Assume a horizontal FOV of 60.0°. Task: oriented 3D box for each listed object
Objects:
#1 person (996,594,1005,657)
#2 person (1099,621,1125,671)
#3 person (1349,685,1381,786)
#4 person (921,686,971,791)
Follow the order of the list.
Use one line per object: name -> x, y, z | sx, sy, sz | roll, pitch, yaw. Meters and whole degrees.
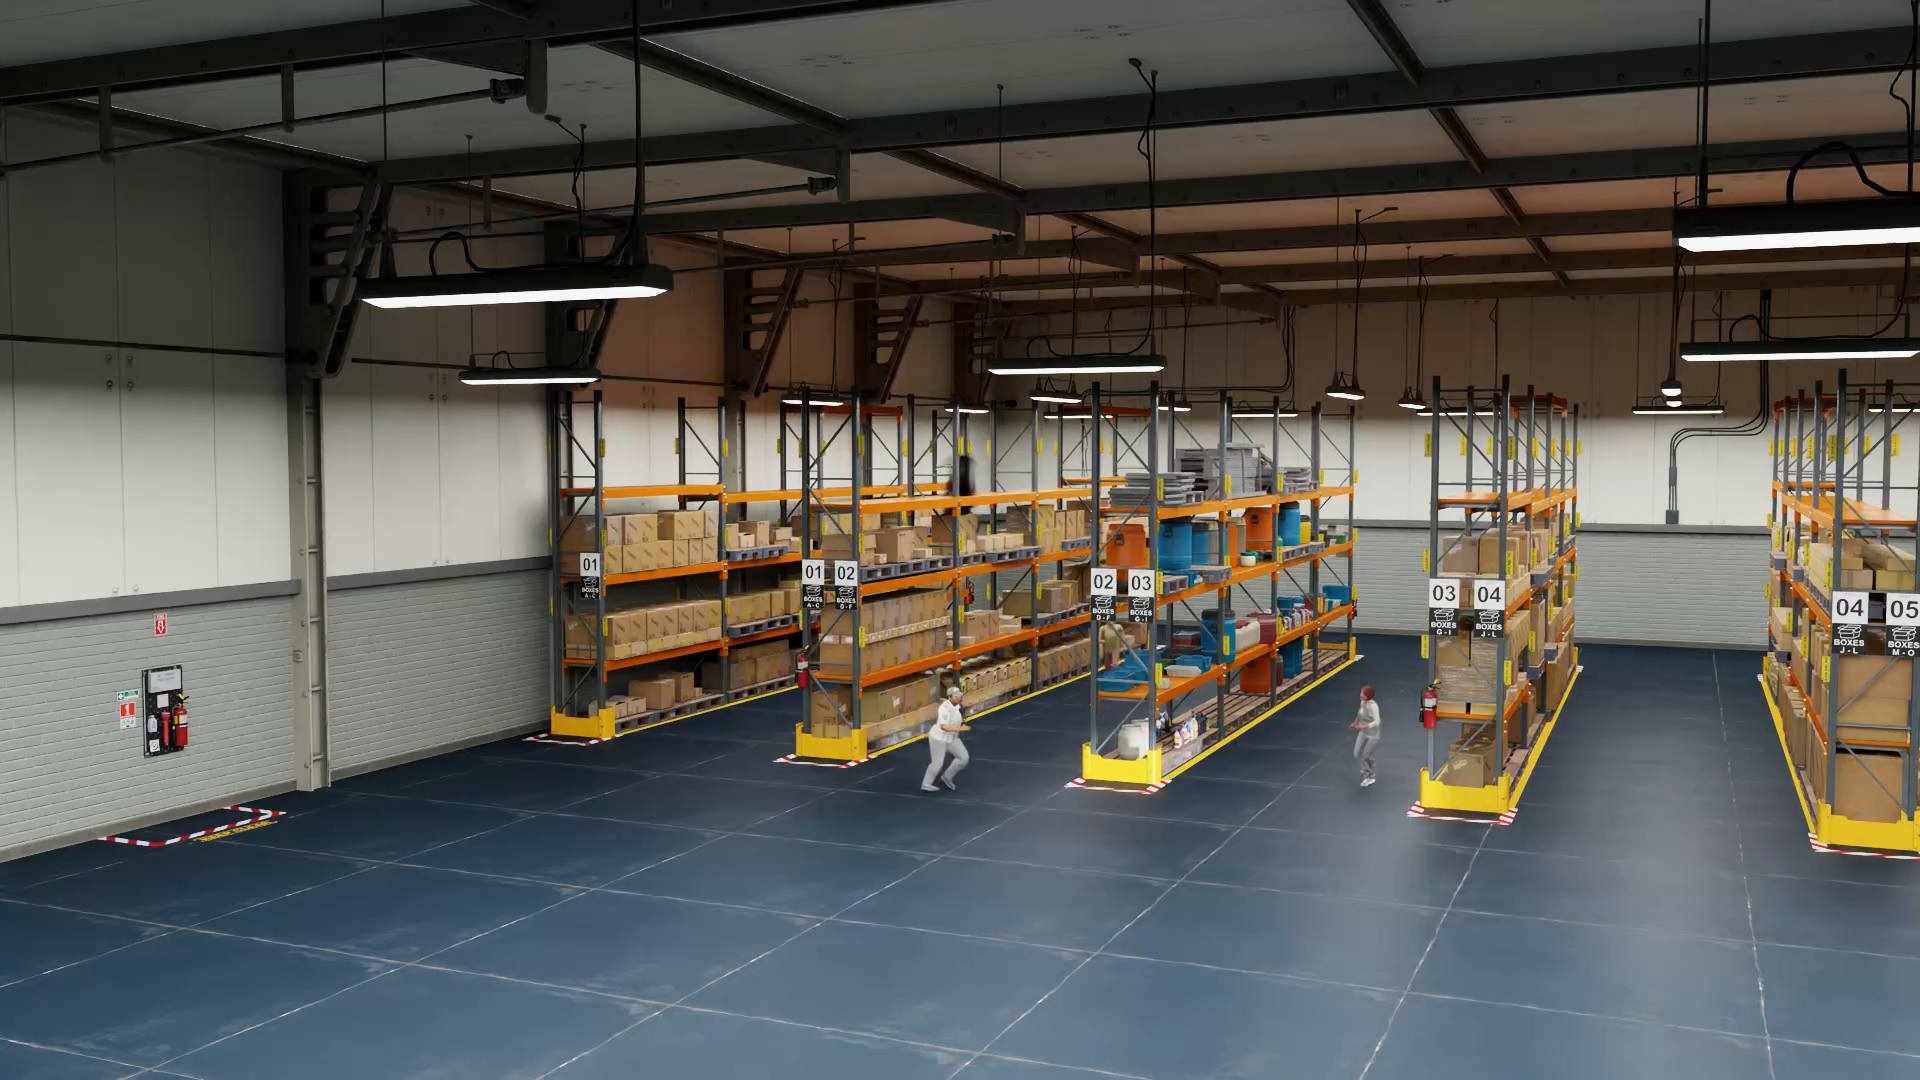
person -> 0.858, 2.083, 37.595 | 0.581, 1.717, 0.685 | 1, 3, 18
person -> 3.102, 2.299, 34.119 | 0.580, 1.641, 0.938 | 0, 3, 9
person -> 6.087, 2.901, 24.745 | 0.581, 1.528, 0.644 | -2, 4, -34
person -> -0.177, 2.883, 24.081 | 0.870, 1.562, 0.599 | 2, 4, 37
